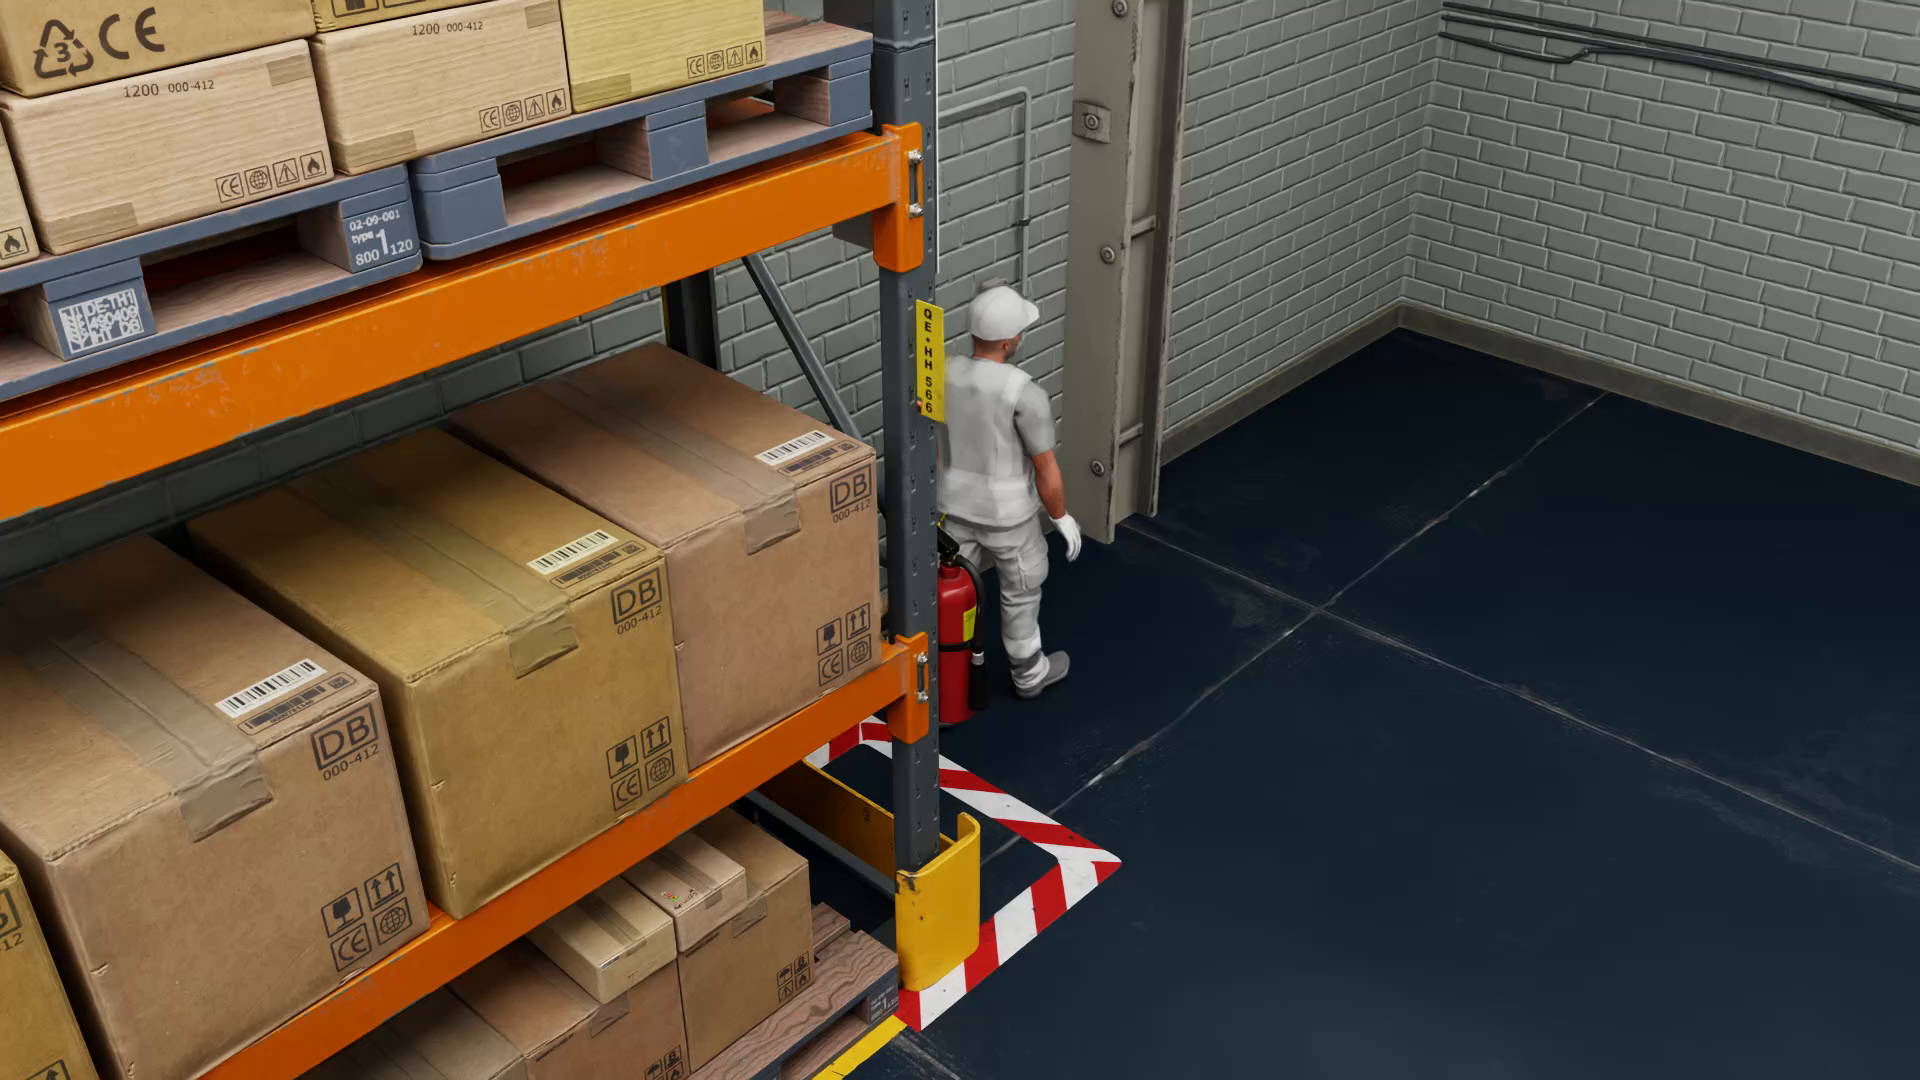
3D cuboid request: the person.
[{"bbox_3d":[0.161,-0.127,6.302,0.666,1.789,0.628,13,34,21],"label":"person"}]
